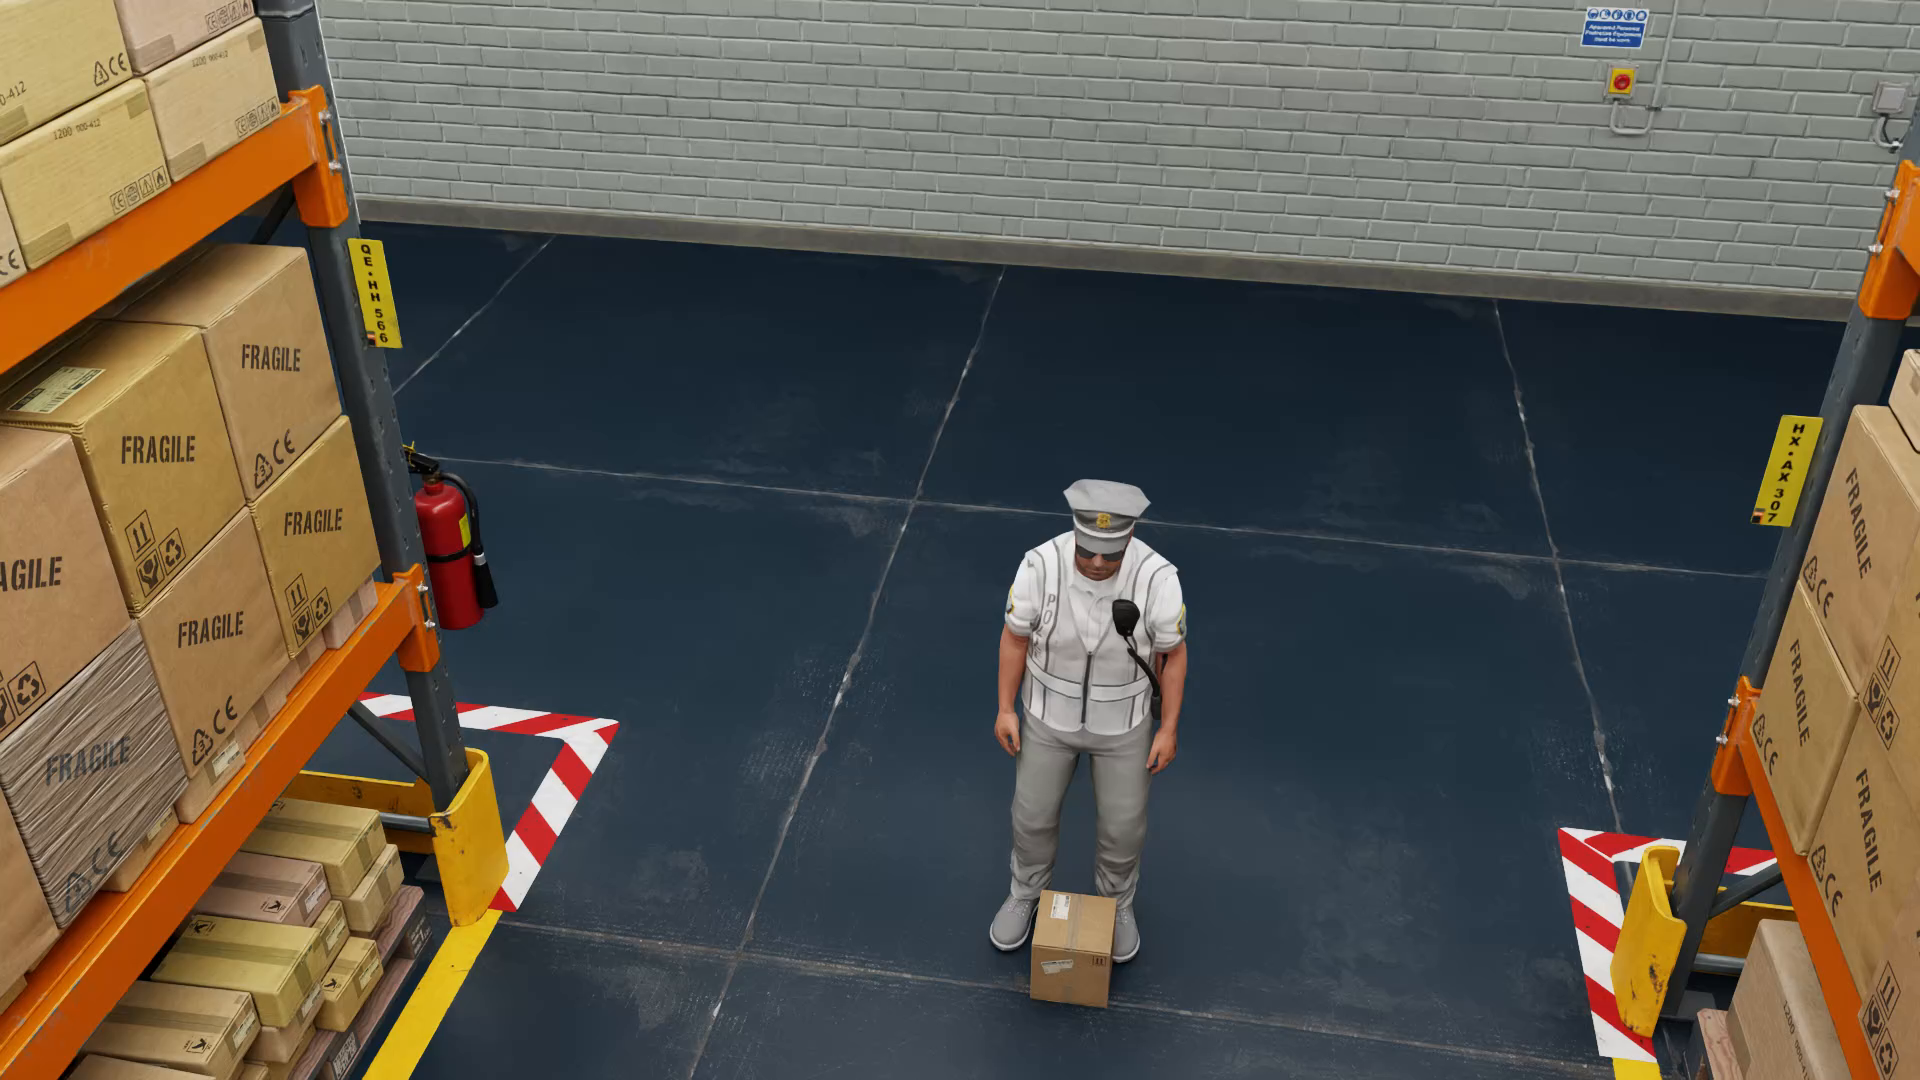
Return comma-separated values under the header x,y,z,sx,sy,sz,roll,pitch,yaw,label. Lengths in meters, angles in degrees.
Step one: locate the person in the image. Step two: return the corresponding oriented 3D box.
x,y,z,sx,sy,sz,roll,pitch,yaw,label
0.405,0.552,5.253,0.586,1.748,0.439,5,33,8,person
